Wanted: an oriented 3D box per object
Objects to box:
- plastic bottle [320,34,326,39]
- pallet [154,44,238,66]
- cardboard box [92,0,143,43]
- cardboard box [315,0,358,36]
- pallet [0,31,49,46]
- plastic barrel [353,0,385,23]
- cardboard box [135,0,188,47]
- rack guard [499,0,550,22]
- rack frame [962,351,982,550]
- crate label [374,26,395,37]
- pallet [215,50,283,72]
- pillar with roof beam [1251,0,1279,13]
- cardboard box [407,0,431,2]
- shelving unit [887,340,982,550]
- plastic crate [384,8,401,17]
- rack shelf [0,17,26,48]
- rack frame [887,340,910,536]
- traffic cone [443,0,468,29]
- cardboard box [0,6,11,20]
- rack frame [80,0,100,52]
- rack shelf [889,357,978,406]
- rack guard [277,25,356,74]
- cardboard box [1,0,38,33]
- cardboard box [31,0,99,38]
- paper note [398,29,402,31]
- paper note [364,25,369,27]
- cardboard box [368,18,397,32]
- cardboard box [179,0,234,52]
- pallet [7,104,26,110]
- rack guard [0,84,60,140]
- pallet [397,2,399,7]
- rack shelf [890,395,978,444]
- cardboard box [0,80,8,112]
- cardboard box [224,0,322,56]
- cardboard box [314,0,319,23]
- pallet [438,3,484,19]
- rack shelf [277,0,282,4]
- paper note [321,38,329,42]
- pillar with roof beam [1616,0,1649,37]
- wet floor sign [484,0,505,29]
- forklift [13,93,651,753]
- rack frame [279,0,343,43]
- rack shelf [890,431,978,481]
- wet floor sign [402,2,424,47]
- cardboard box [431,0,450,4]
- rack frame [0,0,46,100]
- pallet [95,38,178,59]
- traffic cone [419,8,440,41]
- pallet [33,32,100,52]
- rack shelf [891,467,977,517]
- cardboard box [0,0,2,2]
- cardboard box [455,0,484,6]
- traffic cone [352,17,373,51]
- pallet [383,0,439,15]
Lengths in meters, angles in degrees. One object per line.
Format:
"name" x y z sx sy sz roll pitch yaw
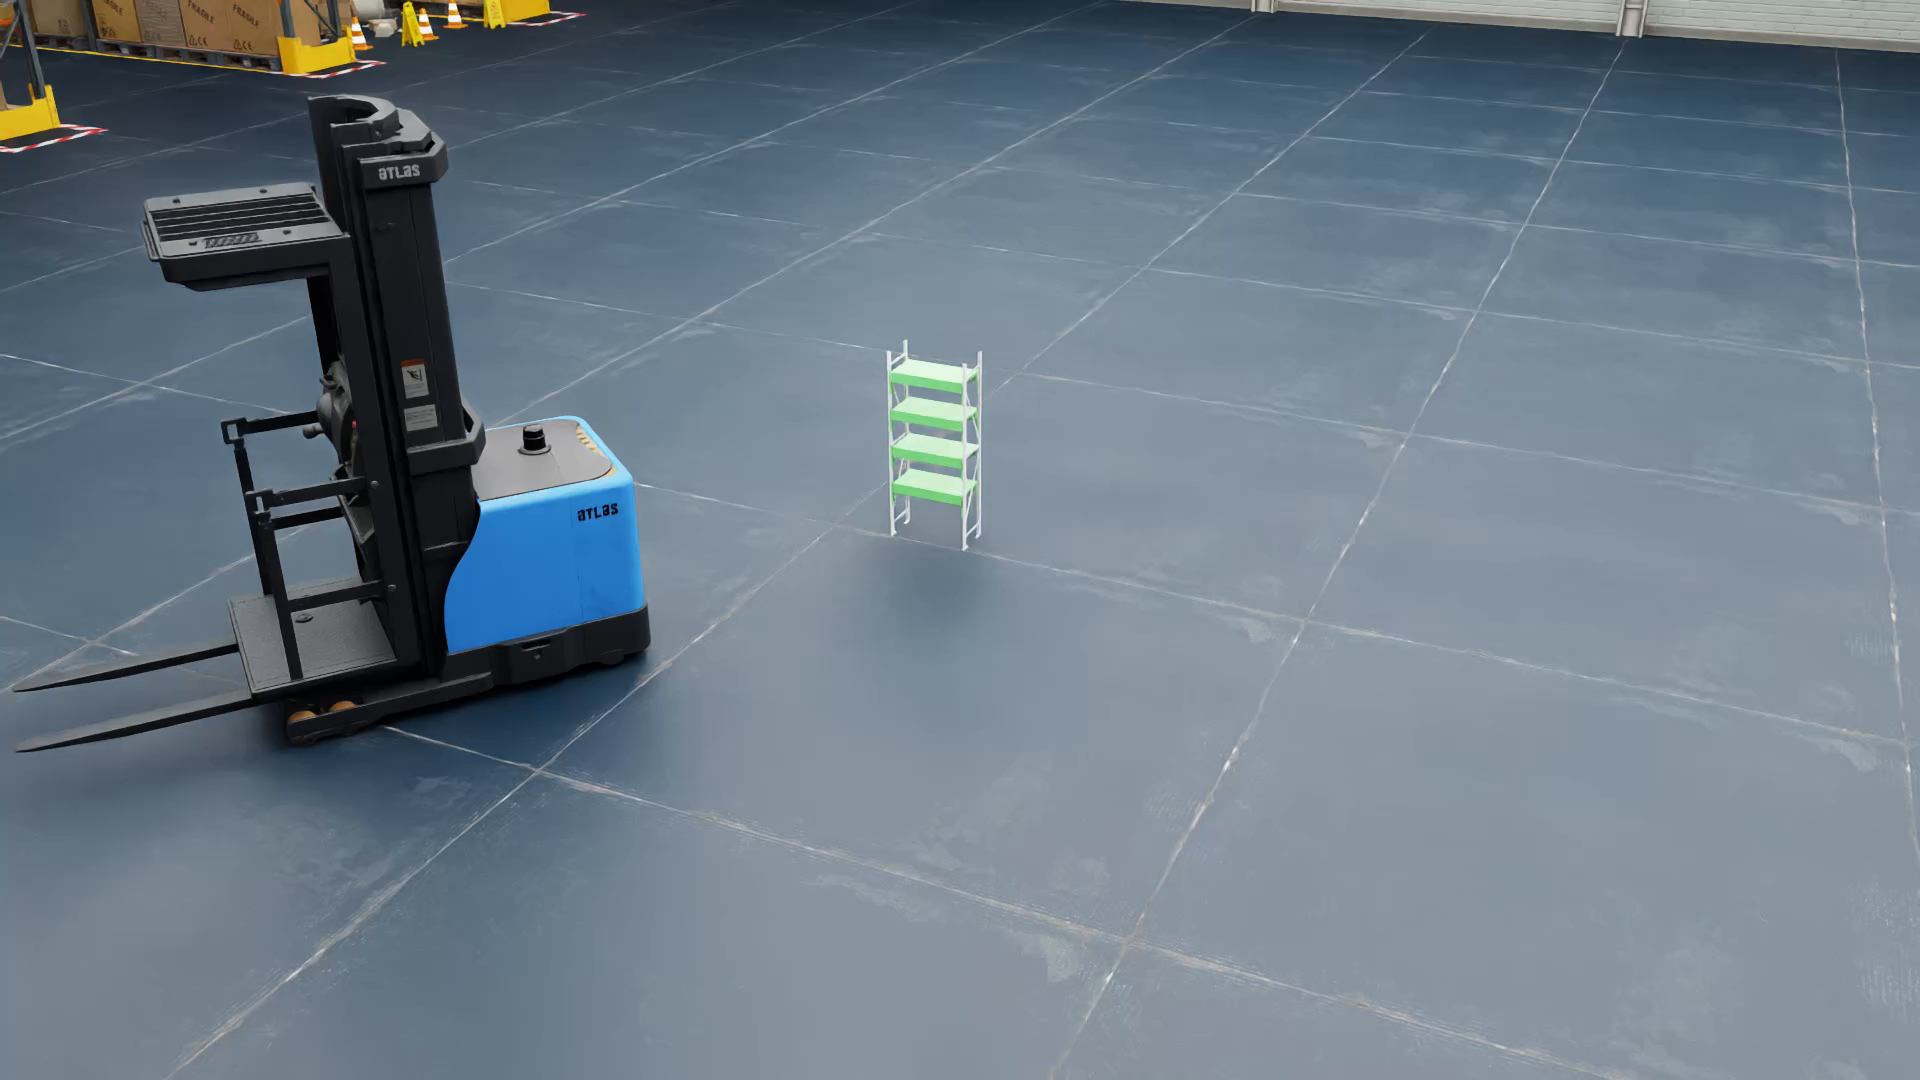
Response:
"plastic bottle" -10.264 -8.027 26.485 0.283 0.061 0.133 2 26 4
"pallet" -11.232 -7.349 24.938 1.213 0.211 1.003 11 28 22
"cardboard box" -12.463 -8.085 25.206 0.875 0.875 0.875 12 29 23
"cardboard box" -10.055 -8.454 26.851 0.637 0.503 0.797 -7 27 -14
"pallet" -14.854 -8.075 26.413 1.213 0.211 1.003 11 28 22
"plastic barrel" -9.915 -8.884 27.814 0.512 0.421 0.421 -12 29 -23
"cardboard box" -11.640 -7.922 24.874 0.875 0.875 0.875 12 28 22
"rack guard" -7.477 -9.163 28.295 0.348 0.500 1.175 11 28 22
"rack frame" 0.071 -0.524 9.956 0.015 1.200 0.240 11 28 22
"crate label" -9.225 -8.157 26.662 0.298 0.136 0.250 -2 26 -5
"pallet" -10.125 -7.125 24.484 1.213 0.211 1.003 11 28 22
"pillar with roof beam" 3.524 -11.523 23.467 0.400 9.000 9.100 11 28 22
"cardboard box" -9.202 -9.456 28.698 0.500 0.250 0.500 10 28 20
"shelving unit" -0.151 -0.569 10.046 0.503 1.200 0.258 11 28 22
"plastic crate" -9.959 -9.075 28.592 0.583 0.080 0.402 2 26 4
"rack shelf" -13.331 -6.329 20.523 4.000 0.370 1.077 11 28 22
"rack frame" -0.373 -0.613 10.137 0.015 1.200 0.240 11 28 22
"traffic cone" -8.333 -8.692 27.381 0.334 0.463 0.336 11 28 22
"cardboard box" -11.671 -6.321 19.977 0.250 0.149 0.380 11 28 22
"rack frame" -13.006 -8.993 25.120 0.127 3.000 1.000 11 28 22
"rack shelf" -0.151 -0.942 9.863 0.480 0.148 0.258 11 28 22
"rack guard" -9.343 -7.136 24.178 0.348 0.500 1.175 11 28 22
"cardboard box" -14.485 -8.427 26.043 0.750 0.750 1.050 11 28 22
"cardboard box" -13.608 -8.250 25.681 0.750 0.750 1.050 11 28 22
"paper note" -9.092 -8.311 27.096 0.142 0.019 0.148 2 26 4
"paper note" -9.803 -8.521 27.536 0.142 0.019 0.148 23 35 39
"cardboard box" -9.436 -8.419 27.181 0.380 0.149 0.250 -18 31 -31
"cardboard box" -10.811 -7.754 24.534 0.875 0.875 0.875 11 28 21
"pallet" -12.304 -5.211 20.596 1.213 0.211 1.003 11 28 22
"rack guard" -11.579 -5.178 20.202 0.348 0.500 1.175 11 28 22
"pallet" -10.423 -9.642 29.596 1.213 0.211 1.003 11 28 22
"rack shelf" -0.151 -0.727 9.969 0.480 0.148 0.258 11 28 22
"cardboard box" -12.071 -5.474 20.326 0.500 0.500 0.500 17 31 31
"cardboard box" -10.010 -7.594 24.209 0.875 0.875 0.875 12 28 22
"cardboard box" -10.909 -8.682 27.161 0.503 0.637 0.797 11 28 22
"pallet" -8.202 -9.196 28.690 1.213 0.211 1.003 11 28 22
"rack shelf" -11.185 -8.305 24.536 4.000 0.370 1.077 11 28 22
"paper note" -10.052 -7.891 26.244 0.142 0.017 0.144 23 35 39
"pillar with roof beam" 8.986 -10.426 21.239 0.400 9.000 9.100 11 28 22
"wet floor sign" -7.678 -8.749 27.290 0.232 0.644 0.267 23 35 39
"forklift" -3.215 -0.570 8.089 3.031 2.935 1.130 -13 29 -25
"rack frame" -9.365 -8.262 23.635 0.127 3.000 1.000 11 28 22
"rack shelf" -0.151 -0.511 10.075 0.480 0.148 0.258 11 28 22
"wet floor sign" -8.519 -7.996 25.761 0.232 0.644 0.267 6 27 13
"cardboard box" -8.723 -9.363 28.509 0.500 0.250 0.500 11 28 22
"rack frame" -11.510 -6.286 19.621 0.127 3.000 1.000 11 28 22
"pallet" -12.346 -7.572 25.390 1.213 0.211 1.003 11 28 22
"traffic cone" -8.483 -8.184 26.348 0.334 0.463 0.336 11 28 22
"pallet" -13.740 -7.853 25.961 1.213 0.211 1.003 11 28 22
"rack shelf" -0.151 -0.296 10.181 0.480 0.148 0.258 11 28 22
"cardboard box" -11.999 -6.576 19.760 0.500 0.500 0.875 11 28 22
"cardboard box" -8.277 -9.269 28.319 0.500 0.250 0.500 11 28 22
"traffic cone" -9.260 -7.792 25.552 0.334 0.463 0.336 11 28 22
"pallet" -9.308 -9.420 29.144 1.213 0.211 1.003 11 28 22
